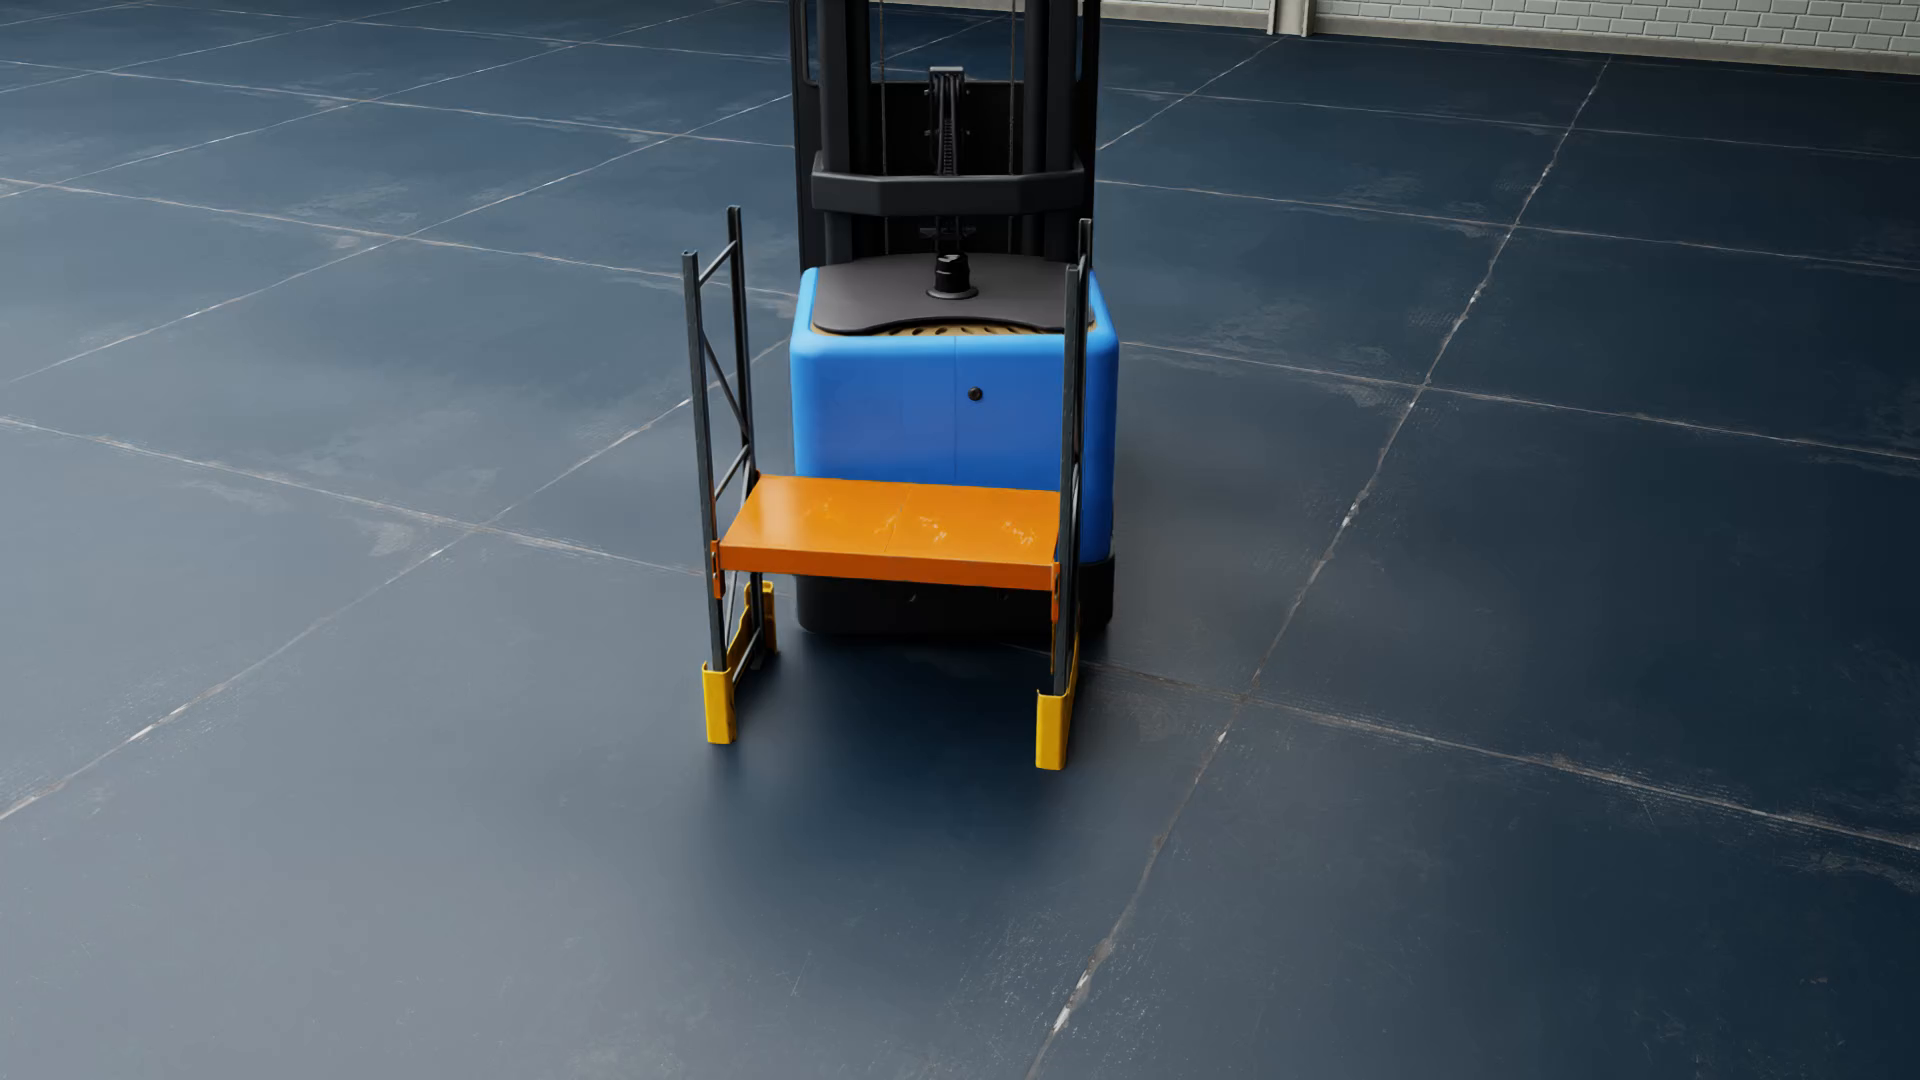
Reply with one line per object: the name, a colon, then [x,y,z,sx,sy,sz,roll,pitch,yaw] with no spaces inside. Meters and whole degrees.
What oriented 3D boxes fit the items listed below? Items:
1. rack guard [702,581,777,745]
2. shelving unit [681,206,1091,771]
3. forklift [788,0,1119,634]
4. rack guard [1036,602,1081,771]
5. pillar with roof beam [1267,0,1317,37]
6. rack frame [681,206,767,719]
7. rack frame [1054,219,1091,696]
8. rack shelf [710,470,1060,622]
rack guard: [-0.684,0.374,5.207,0.087,0.250,0.587,3,26,7]
shelving unit: [-0.191,-0.157,4.870,1.083,1.500,0.587,3,26,7]
forklift: [-0.062,-1.615,6.213,1.130,2.935,3.031,-1,26,-2]
rack guard: [0.302,0.434,5.085,0.087,0.250,0.587,3,26,7]
pillar with roof beam: [1.481,-7.310,10.910,0.400,9.000,9.100,11,28,22]
rack frame: [-0.685,-0.187,4.932,0.032,1.500,0.500,3,26,7]
rack frame: [0.322,-0.125,4.806,0.032,1.500,0.500,3,26,7]
rack shelf: [-0.182,0.005,4.948,1.000,0.185,0.538,3,26,7]
